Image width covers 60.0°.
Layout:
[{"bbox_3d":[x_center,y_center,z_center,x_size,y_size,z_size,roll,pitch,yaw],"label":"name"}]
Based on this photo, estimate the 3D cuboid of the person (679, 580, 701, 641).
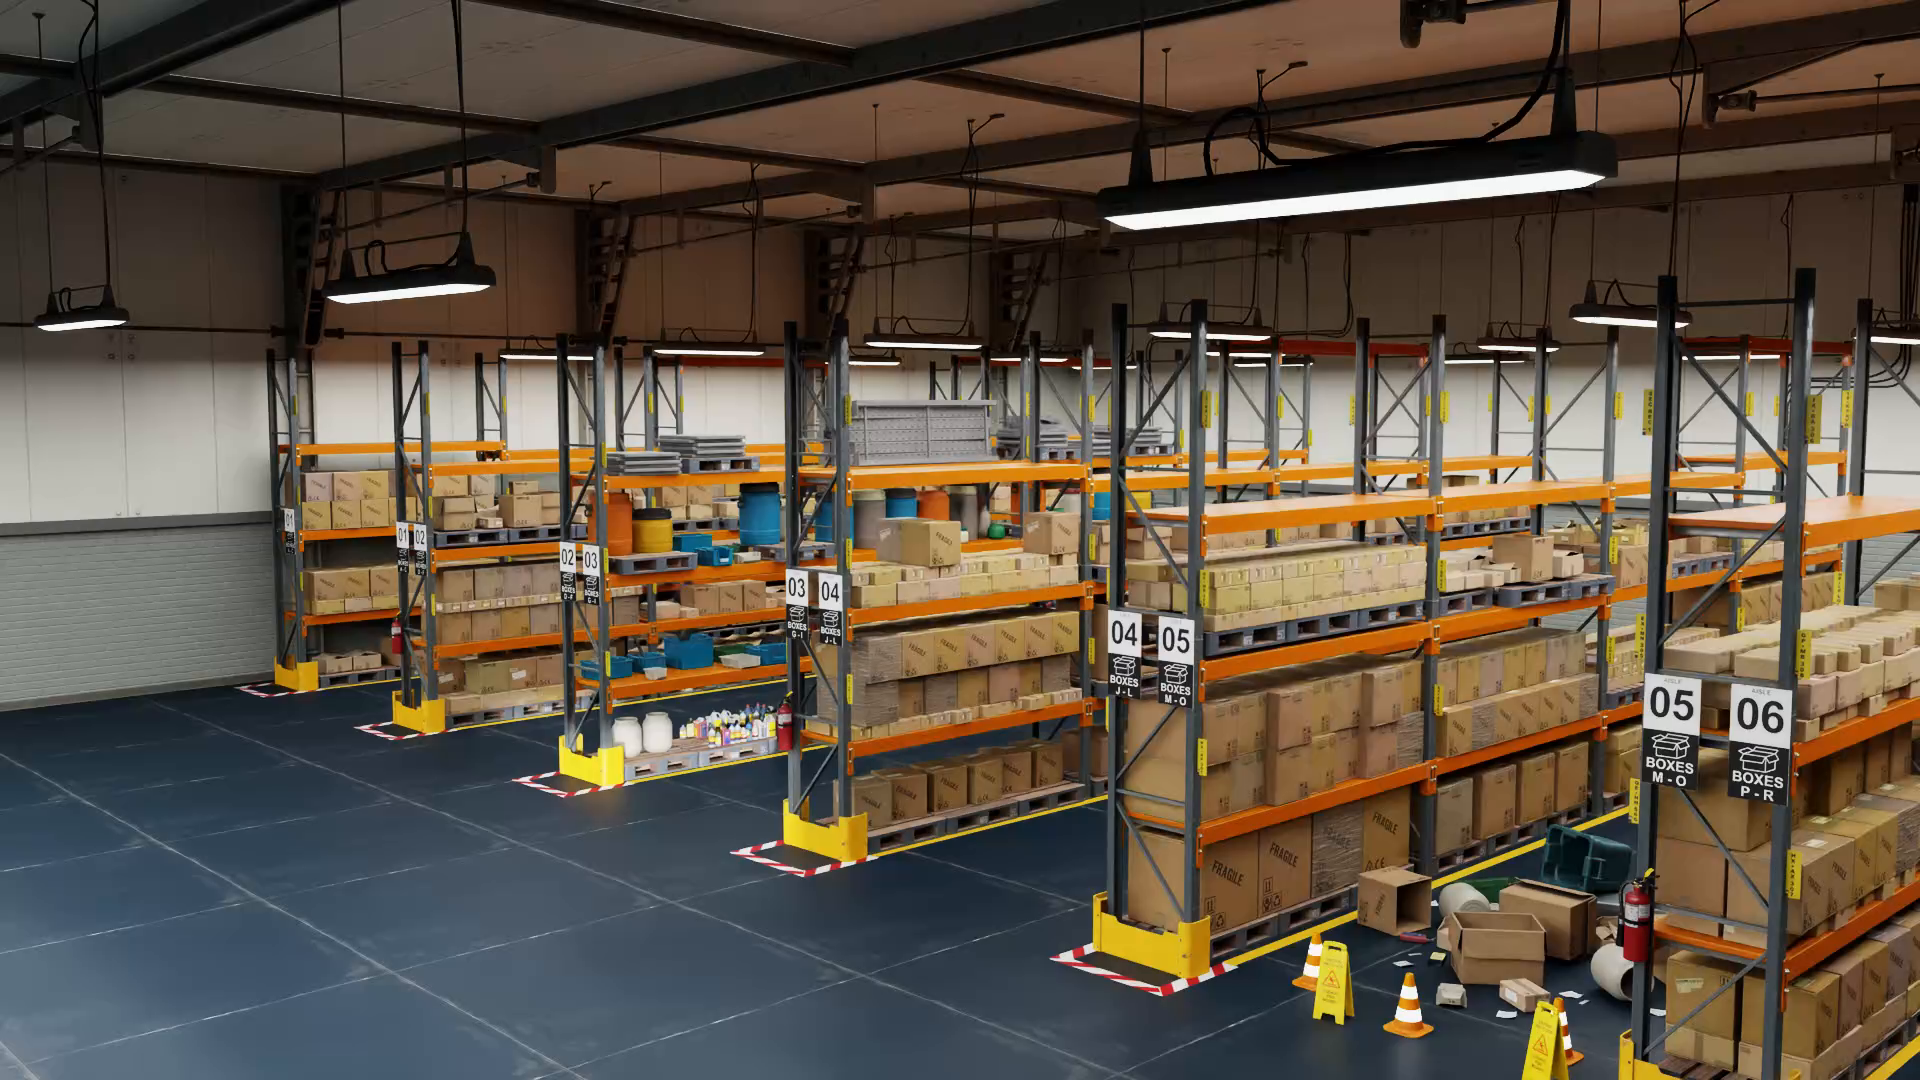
[{"bbox_3d":[-5.422,1.455,33.278,0.447,1.644,0.458,0,5,-4],"label":"person"}]
